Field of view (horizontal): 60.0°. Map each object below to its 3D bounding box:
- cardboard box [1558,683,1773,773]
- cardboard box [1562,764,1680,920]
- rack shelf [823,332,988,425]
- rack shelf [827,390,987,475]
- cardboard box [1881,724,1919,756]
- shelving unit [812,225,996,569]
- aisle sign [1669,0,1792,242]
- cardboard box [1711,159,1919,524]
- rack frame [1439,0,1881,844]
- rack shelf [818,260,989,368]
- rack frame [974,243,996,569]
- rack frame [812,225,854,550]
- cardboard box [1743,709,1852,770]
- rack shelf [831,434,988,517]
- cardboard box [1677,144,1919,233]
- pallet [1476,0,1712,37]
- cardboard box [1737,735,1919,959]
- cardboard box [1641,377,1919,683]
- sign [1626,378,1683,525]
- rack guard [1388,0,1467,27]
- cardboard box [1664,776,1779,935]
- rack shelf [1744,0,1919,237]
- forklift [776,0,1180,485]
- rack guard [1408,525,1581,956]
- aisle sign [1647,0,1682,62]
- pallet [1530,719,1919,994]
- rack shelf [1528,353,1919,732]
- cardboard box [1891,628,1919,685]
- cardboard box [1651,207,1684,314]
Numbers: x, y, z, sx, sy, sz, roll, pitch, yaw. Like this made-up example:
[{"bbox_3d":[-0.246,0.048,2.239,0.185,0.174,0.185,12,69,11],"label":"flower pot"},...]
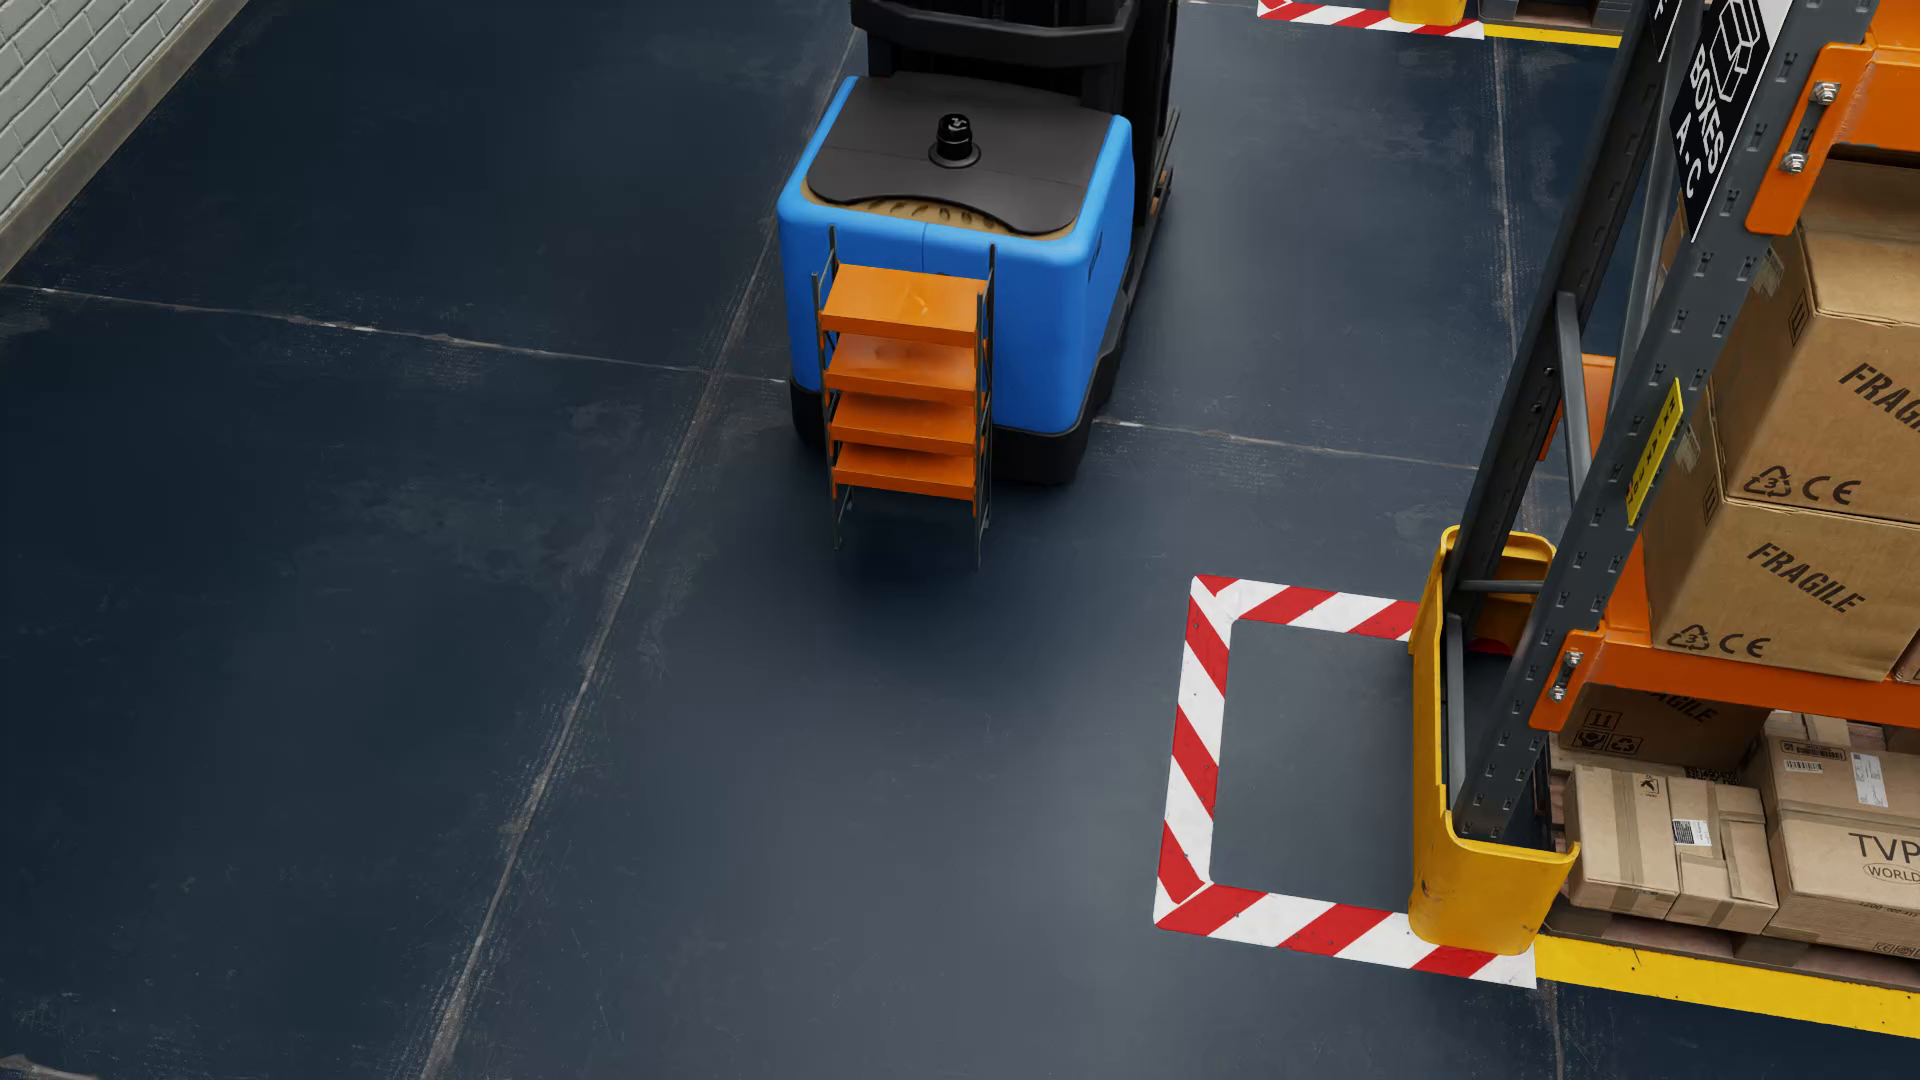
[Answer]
[{"bbox_3d":[2.053,0.299,4.849,0.500,0.500,0.500,8,49,7],"label":"cardboard box"},{"bbox_3d":[1.825,0.832,4.607,0.250,0.149,0.380,8,49,7],"label":"cardboard box"},{"bbox_3d":[-0.163,-0.527,5.207,0.480,0.148,0.258,8,49,7],"label":"rack shelf"},{"bbox_3d":[-0.163,-0.378,5.373,0.480,0.148,0.258,8,49,7],"label":"rack shelf"},{"bbox_3d":[2.983,0.530,4.810,0.500,0.250,0.500,8,49,7],"label":"cardboard box"},{"bbox_3d":[-0.163,-0.423,5.323,0.503,1.200,0.258,8,49,7],"label":"shelving unit"},{"bbox_3d":[1.355,-0.944,2.834,0.004,0.787,0.394,8,49,7],"label":"aisle sign"},{"bbox_3d":[1.864,-0.397,3.351,0.500,0.500,0.500,9,49,8],"label":"cardboard box"},{"bbox_3d":[1.474,-0.281,3.986,0.127,3.000,1.000,8,49,7],"label":"rack frame"},{"bbox_3d":[-0.163,-0.686,5.031,0.480,0.148,0.258,8,49,7],"label":"rack shelf"},{"bbox_3d":[0.077,-0.391,5.294,0.015,1.200,0.240,8,49,7],"label":"rack frame"},{"bbox_3d":[-0.403,-0.455,5.352,0.015,1.200,0.240,8,49,7],"label":"rack frame"},{"bbox_3d":[2.436,0.530,4.866,0.250,0.166,0.380,8,49,7],"label":"cardboard box"},{"bbox_3d":[-0.163,-0.245,5.521,0.480,0.148,0.258,8,49,7],"label":"rack shelf"},{"bbox_3d":[1.961,-0.791,3.705,0.500,0.500,0.500,7,48,6],"label":"cardboard box"},{"bbox_3d":[3.164,-2.837,8.157,1.213,0.211,1.003,8,49,7],"label":"pallet"},{"bbox_3d":[2.451,0.837,4.534,0.500,0.250,0.500,8,49,7],"label":"cardboard box"},{"bbox_3d":[1.864,-0.063,3.723,0.500,0.500,0.500,9,49,8],"label":"cardboard box"},{"bbox_3d":[1.378,-0.173,3.307,0.005,0.325,0.100,8,49,7],"label":"sign"},{"bbox_3d":[2.333,-3.064,8.167,0.348,0.500,1.175,8,49,7],"label":"rack guard"},{"bbox_3d":[2.071,0.859,4.571,0.250,0.166,0.380,8,49,7],"label":"cardboard box"},{"bbox_3d":[3.442,-0.779,2.900,4.000,0.370,1.077,8,49,7],"label":"rack shelf"},{"bbox_3d":[0.267,-2.294,5.841,1.130,2.935,3.031,11,49,10],"label":"forklift"},{"bbox_3d":[1.549,0.564,4.907,0.348,0.500,1.175,8,49,7],"label":"rack guard"},{"bbox_3d":[1.462,-1.383,3.229,0.004,0.787,0.394,8,49,7],"label":"aisle sign"},{"bbox_3d":[2.334,0.766,4.920,1.213,0.211,1.003,8,49,7],"label":"pallet"},{"bbox_3d":[3.442,0.224,4.016,4.000,0.370,1.077,8,49,7],"label":"rack shelf"},{"bbox_3d":[2.373,0.002,3.665,0.500,0.500,0.500,7,48,6],"label":"cardboard box"},{"bbox_3d":[1.963,-0.454,4.075,0.500,0.500,0.500,9,49,8],"label":"cardboard box"}]
